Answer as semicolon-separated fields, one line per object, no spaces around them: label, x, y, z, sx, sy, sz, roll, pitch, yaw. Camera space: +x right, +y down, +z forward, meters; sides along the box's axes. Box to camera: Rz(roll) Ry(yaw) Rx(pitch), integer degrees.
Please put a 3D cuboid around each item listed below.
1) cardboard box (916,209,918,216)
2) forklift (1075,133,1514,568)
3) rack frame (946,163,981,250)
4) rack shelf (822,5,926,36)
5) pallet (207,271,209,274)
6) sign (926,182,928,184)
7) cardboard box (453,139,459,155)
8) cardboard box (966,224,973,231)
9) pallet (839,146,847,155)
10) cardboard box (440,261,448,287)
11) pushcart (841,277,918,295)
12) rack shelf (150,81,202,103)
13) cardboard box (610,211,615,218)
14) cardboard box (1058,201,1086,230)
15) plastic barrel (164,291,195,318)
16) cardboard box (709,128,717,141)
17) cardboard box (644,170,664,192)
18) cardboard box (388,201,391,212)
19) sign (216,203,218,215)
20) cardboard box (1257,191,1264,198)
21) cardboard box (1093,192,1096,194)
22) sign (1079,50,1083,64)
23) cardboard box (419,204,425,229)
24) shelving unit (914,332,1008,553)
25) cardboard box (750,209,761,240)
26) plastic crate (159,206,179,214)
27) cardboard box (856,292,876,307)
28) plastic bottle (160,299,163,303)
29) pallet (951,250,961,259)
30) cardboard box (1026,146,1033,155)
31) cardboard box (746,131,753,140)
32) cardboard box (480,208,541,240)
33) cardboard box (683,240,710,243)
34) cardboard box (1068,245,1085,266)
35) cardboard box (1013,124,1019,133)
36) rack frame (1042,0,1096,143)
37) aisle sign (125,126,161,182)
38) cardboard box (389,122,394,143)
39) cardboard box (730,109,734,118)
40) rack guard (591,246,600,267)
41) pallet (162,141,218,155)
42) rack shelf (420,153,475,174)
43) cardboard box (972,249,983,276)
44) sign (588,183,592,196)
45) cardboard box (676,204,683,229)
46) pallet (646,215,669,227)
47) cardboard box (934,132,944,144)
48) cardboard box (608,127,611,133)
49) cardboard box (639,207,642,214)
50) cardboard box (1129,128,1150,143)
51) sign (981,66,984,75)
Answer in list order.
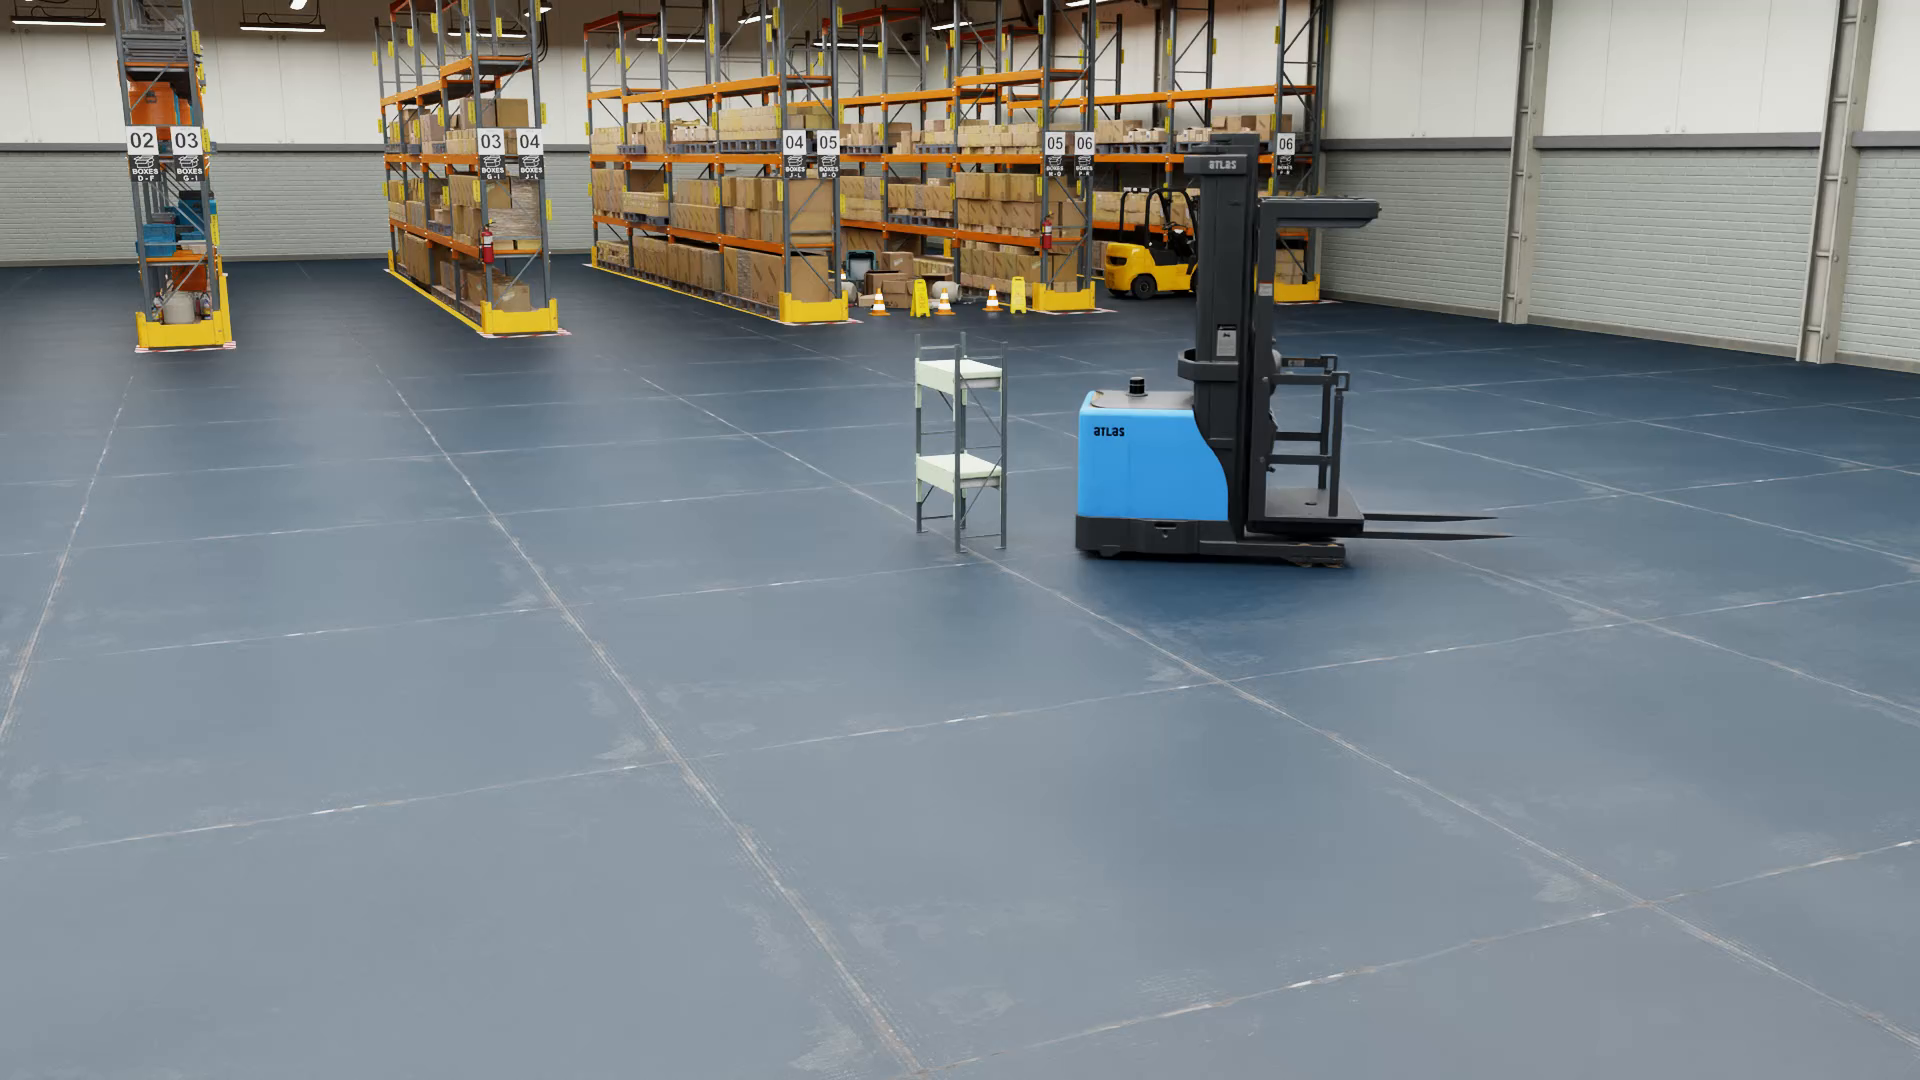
cardboard box;-0.728;-7.112;36.070;0.380;0.149;0.250;-5;14;-21
forklift;2.378;-1.360;11.746;3.031;2.935;1.130;2;13;8
rack frame;0.096;-9.494;46.737;1.000;3.000;0.127;-6;14;-23
rack shelf;-2.047;-11.996;38.470;1.077;0.370;4.000;-6;14;-23
pallet;-17.289;-5.918;37.472;1.003;0.211;1.213;-6;14;-23
sign;-0.752;-7.968;37.754;0.100;0.325;0.005;-6;14;-23
cardboard box;-8.372;-6.730;28.476;0.500;0.250;0.500;-6;14;-25
cardboard box;0.338;-6.301;33.501;0.380;0.149;0.250;-5;14;-21
pallet;-2.435;-9.401;40.110;0.805;0.209;1.217;-6;14;-25
cardboard box;-10.039;-5.357;33.430;0.700;0.500;0.500;-6;15;-26
pushcart;-1.712;-5.072;33.446;1.648;0.377;0.936;-12;18;-42
rack shelf;-14.063;-8.013;29.519;1.077;0.370;4.000;-6;14;-23
cardboard box;-8.364;-7.982;40.763;0.380;0.149;0.250;-5;14;-22
cardboard box;2.024;-6.055;31.000;0.500;0.500;0.500;-6;14;-24
plastic barrel;-12.194;-3.622;25.952;0.421;0.512;0.421;0;13;0
cardboard box;-4.568;-7.870;32.251;0.500;0.250;0.500;-5;14;-22
cardboard box;-7.300;-8.546;39.544;0.500;0.500;0.500;-5;14;-22
cardboard box;-13.585;-8.098;40.378;0.500;0.250;0.500;-6;14;-24
sign;-15.961;-7.060;35.607;0.100;0.325;0.005;-6;14;-23
cardboard box;6.042;-6.801;32.782;0.380;0.149;0.250;-6;14;-23
cardboard box;3.267;-8.058;38.874;0.380;0.149;0.250;-5;14;-22
sign;2.808;-11.206;38.584;0.100;0.325;0.005;-6;14;-23
cardboard box;-10.945;-6.728;34.567;0.500;0.500;0.500;-6;14;-23
shelving unit;0.003;-0.729;12.195;0.431;1.500;0.755;-6;14;-23
cardboard box;-3.326;-5.761;30.277;0.875;0.550;0.500;-6;14;-23
plastic crate;-16.966;-6.963;35.704;0.392;0.384;0.575;-6;14;-23
cardboard box;-1.762;-4.577;31.555;0.396;0.266;0.258;-3;13;-13
plastic bottle;-13.150;-3.838;27.374;0.097;0.271;0.097;0;13;0
pallet;0.447;-7.955;46.272;1.003;0.211;1.213;-6;14;-23
cardboard box;1.430;-7.175;30.622;0.380;0.149;0.250;-6;14;-23
cardboard box;-3.590;-7.216;29.649;0.380;0.149;0.250;-5;14;-22
cardboard box;-7.316;-5.154;27.103;0.875;0.500;0.500;-6;14;-23
cardboard box;-5.795;-6.440;36.493;0.500;0.250;0.500;-6;14;-26
cardboard box;2.935;-6.896;40.124;0.500;0.500;0.500;-5;14;-21
cardboard box;1.220;-7.726;31.234;0.380;0.149;0.250;-6;14;-23
rack frame;1.959;-8.662;29.837;1.000;3.000;0.127;-6;14;-23
aisle sign;-11.903;-5.621;24.240;0.394;0.787;0.004;-6;14;-23
cardboard box;-13.158;-9.683;39.528;0.700;0.500;0.500;-6;14;-25
cardboard box;-3.998;-7.815;30.466;0.380;0.149;0.250;-6;14;-24
rack guard;-8.915;-7.343;42.988;1.175;0.500;0.348;-6;14;-23
pallet;-12.883;-6.452;27.361;1.213;0.211;1.003;-6;14;-23
rack shelf;-9.524;-7.194;31.745;1.077;0.370;4.000;-6;14;-23
cardboard box;0.571;-5.540;33.157;0.500;0.500;0.500;-5;14;-21
sign;-9.442;-8.949;42.465;0.100;0.325;0.005;-6;14;-23
cardboard box;-5.602;-6.751;34.663;0.500;0.500;0.500;-6;14;-24
pallet;-6.124;-6.968;36.249;1.213;0.211;1.003;-6;14;-23
cardboard box;-0.208;-8.371;34.634;0.500;0.250;0.500;-5;14;-22
cardboard box;-8.260;-9.881;40.098;0.380;0.149;0.250;-6;14;-23
cardboard box;-6.980;-7.388;37.264;0.380;0.149;0.250;-6;14;-26
cardboard box;4.083;-8.972;36.874;0.500;0.311;0.500;-6;14;-25
sign;0.613;-12.995;46.136;0.100;0.325;0.005;-6;14;-23
